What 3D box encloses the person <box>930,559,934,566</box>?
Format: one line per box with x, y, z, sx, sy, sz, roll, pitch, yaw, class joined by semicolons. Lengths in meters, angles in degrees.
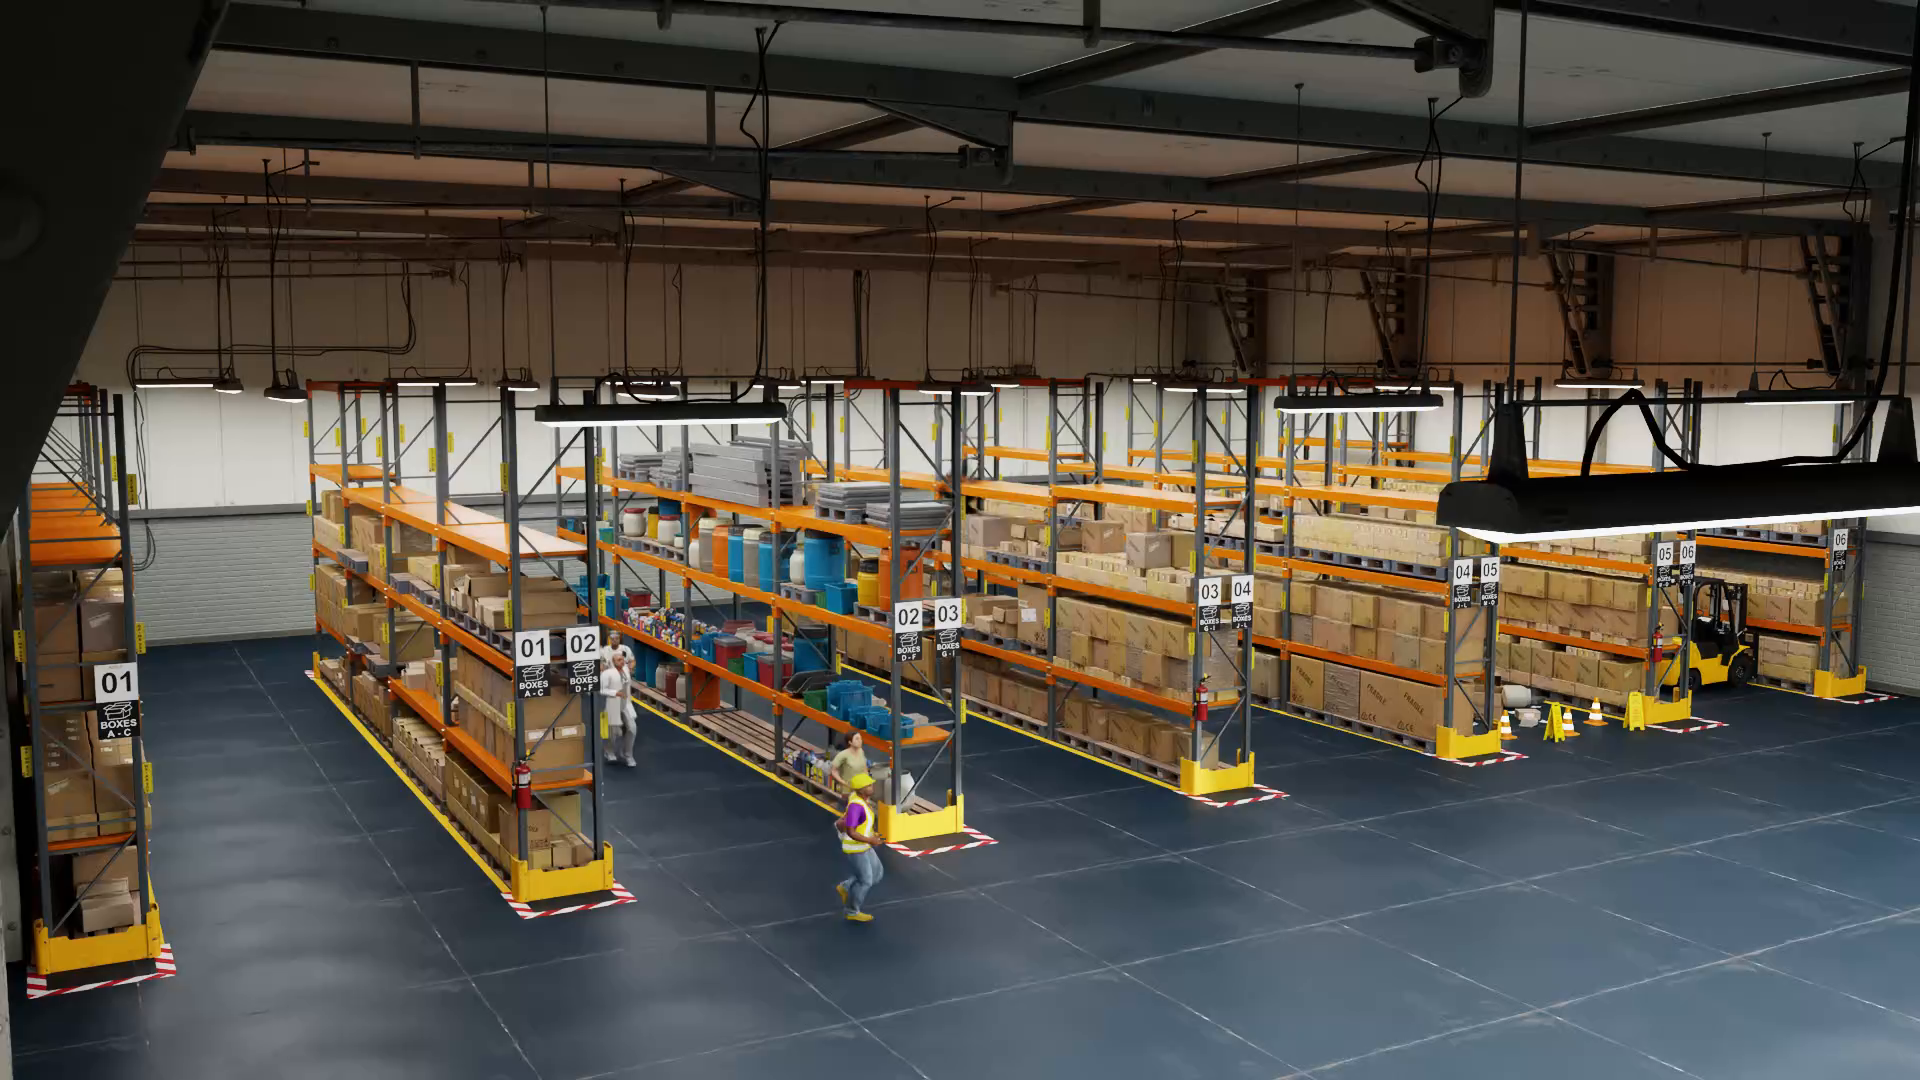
-0.630;1.140;41.087;0.675;1.648;0.853;3;7;26;person

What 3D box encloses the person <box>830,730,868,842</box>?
-1.406;3.255;21.477;0.612;1.649;0.563;-6;8;-43;person

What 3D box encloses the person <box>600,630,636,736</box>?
-5.901;2.422;28.623;0.654;1.789;0.810;-2;6;-21;person

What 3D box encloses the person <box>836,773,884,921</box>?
-1.136;3.480;18.833;0.569;1.718;0.711;0;6;4;person

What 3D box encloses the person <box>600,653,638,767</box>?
-5.389;2.678;26.190;0.689;1.824;0.833;-5;8;-40;person
